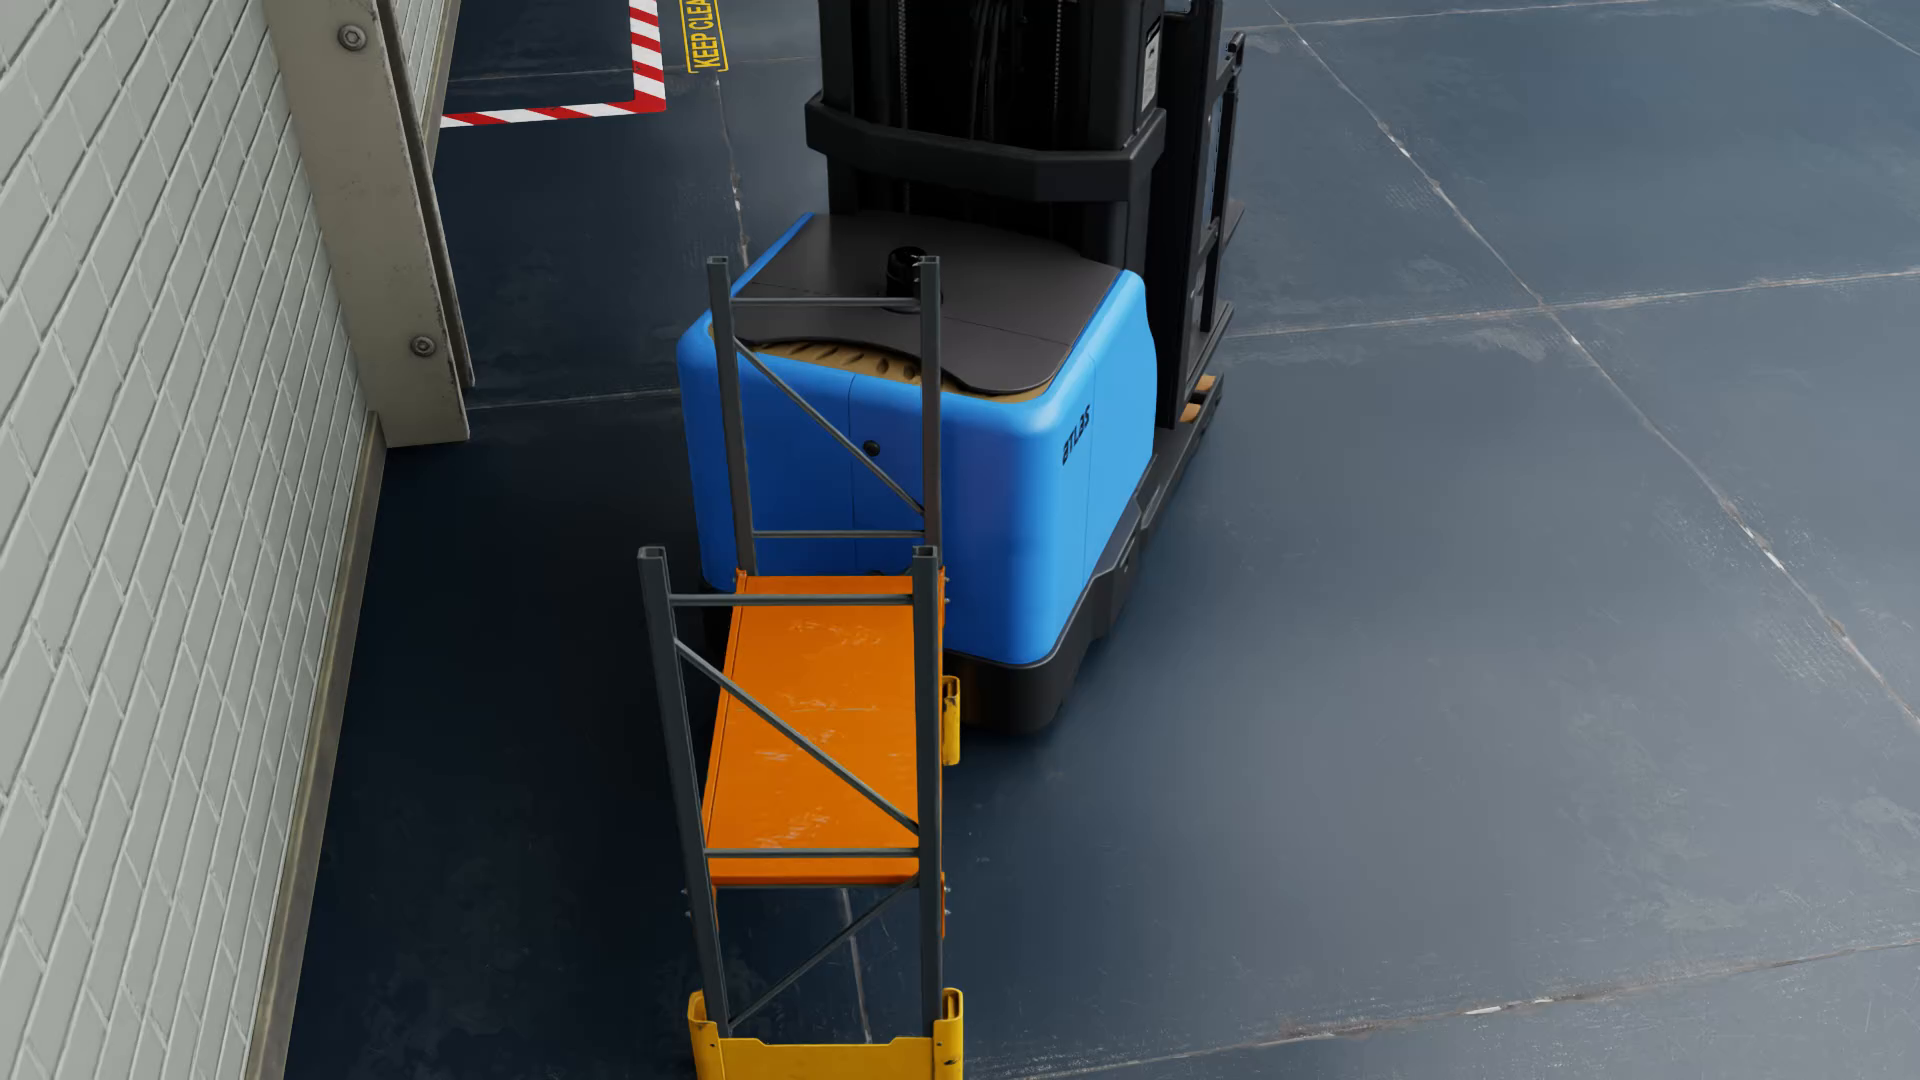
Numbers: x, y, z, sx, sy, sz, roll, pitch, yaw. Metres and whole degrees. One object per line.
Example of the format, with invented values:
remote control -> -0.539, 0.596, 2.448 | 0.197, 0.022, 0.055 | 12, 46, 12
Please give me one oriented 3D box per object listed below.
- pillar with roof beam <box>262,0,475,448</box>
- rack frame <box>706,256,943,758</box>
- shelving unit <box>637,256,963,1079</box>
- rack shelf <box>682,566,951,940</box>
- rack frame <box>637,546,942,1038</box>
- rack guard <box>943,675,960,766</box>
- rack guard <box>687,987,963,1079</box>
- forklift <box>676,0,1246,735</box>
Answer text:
pillar with roof beam -> 2.370, -4.463, 3.660 | 9.100, 9.000, 0.400 | -6, 38, -8
rack frame -> -0.294, -0.011, 4.042 | 0.500, 1.500, 0.032 | 0, 38, 0
shelving unit -> -0.291, 0.295, 3.648 | 0.587, 1.500, 1.083 | 0, 38, 0
rack shelf -> -0.291, 0.443, 3.751 | 0.538, 0.185, 1.000 | 0, 38, 0
rack frame -> -0.288, 0.612, 3.239 | 0.500, 1.500, 0.032 | 0, 38, 0
rack guard -> -0.294, 0.483, 4.425 | 0.587, 0.250, 0.087 | 0, 38, 0
rack guard -> -0.288, 1.094, 3.638 | 0.587, 0.250, 0.087 | 0, 38, 0
forklift -> 0.272, -1.541, 4.845 | 1.130, 2.935, 3.031 | 13, 40, 17
